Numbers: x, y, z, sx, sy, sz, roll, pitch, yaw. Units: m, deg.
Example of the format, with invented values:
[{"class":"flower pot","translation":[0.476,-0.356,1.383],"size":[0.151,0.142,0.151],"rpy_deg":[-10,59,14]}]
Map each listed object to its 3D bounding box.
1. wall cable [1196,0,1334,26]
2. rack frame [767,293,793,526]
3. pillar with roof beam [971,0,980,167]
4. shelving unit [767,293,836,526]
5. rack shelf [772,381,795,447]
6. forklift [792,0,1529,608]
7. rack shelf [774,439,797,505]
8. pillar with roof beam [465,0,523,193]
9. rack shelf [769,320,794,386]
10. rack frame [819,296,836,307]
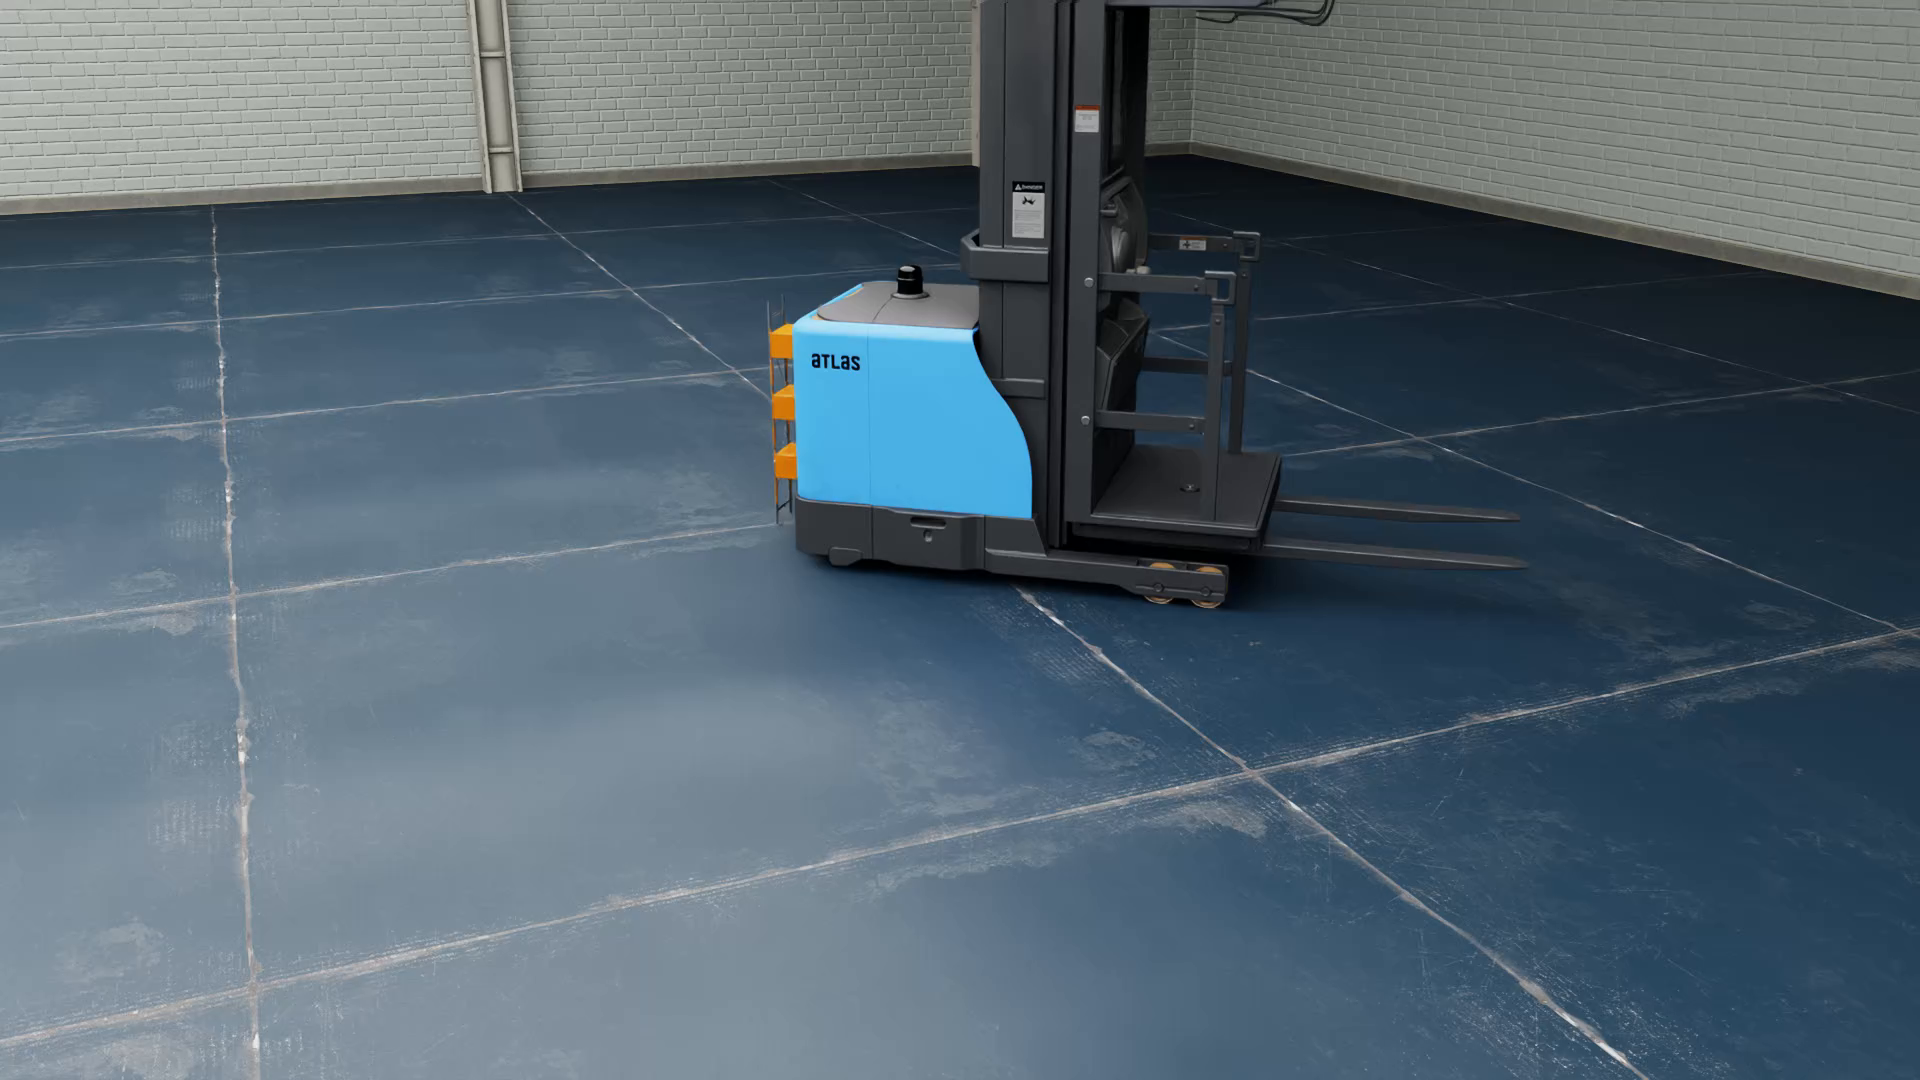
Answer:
[{"class":"wall cable","translation":[3.612,-7.472,19.870],"size":[0.112,2.526,3.097],"rpy_deg":[-8,21,-22]},{"class":"rack frame","translation":[-0.823,-0.591,7.619],"size":[0.008,1.050,0.200],"rpy_deg":[5,20,14]},{"class":"pillar with roof beam","translation":[2.089,-7.640,15.670],"size":[0.400,9.000,9.100],"rpy_deg":[-8,21,-22]},{"class":"shelving unit","translation":[-0.705,-0.580,7.589],"size":[0.252,1.050,0.215],"rpy_deg":[5,20,14]},{"class":"rack shelf","translation":[-0.705,-0.570,7.592],"size":[0.240,0.259,0.215],"rpy_deg":[5,20,14]},{"class":"forklift","translation":[0.863,-1.301,6.805],"size":[3.031,2.935,1.130],"rpy_deg":[5,20,14]},{"class":"rack shelf","translation":[-0.705,-0.308,7.685],"size":[0.240,0.259,0.215],"rpy_deg":[5,20,14]},{"class":"pillar with roof beam","translation":[-3.420,-6.851,13.429],"size":[0.400,9.000,9.100],"rpy_deg":[-8,21,-22]},{"class":"rack shelf","translation":[-0.705,-0.838,7.498],"size":[0.240,0.259,0.215],"rpy_deg":[5,20,14]},{"class":"rack frame","translation":[-0.588,-0.570,7.559],"size":[0.008,1.050,0.200],"rpy_deg":[5,20,14]}]
